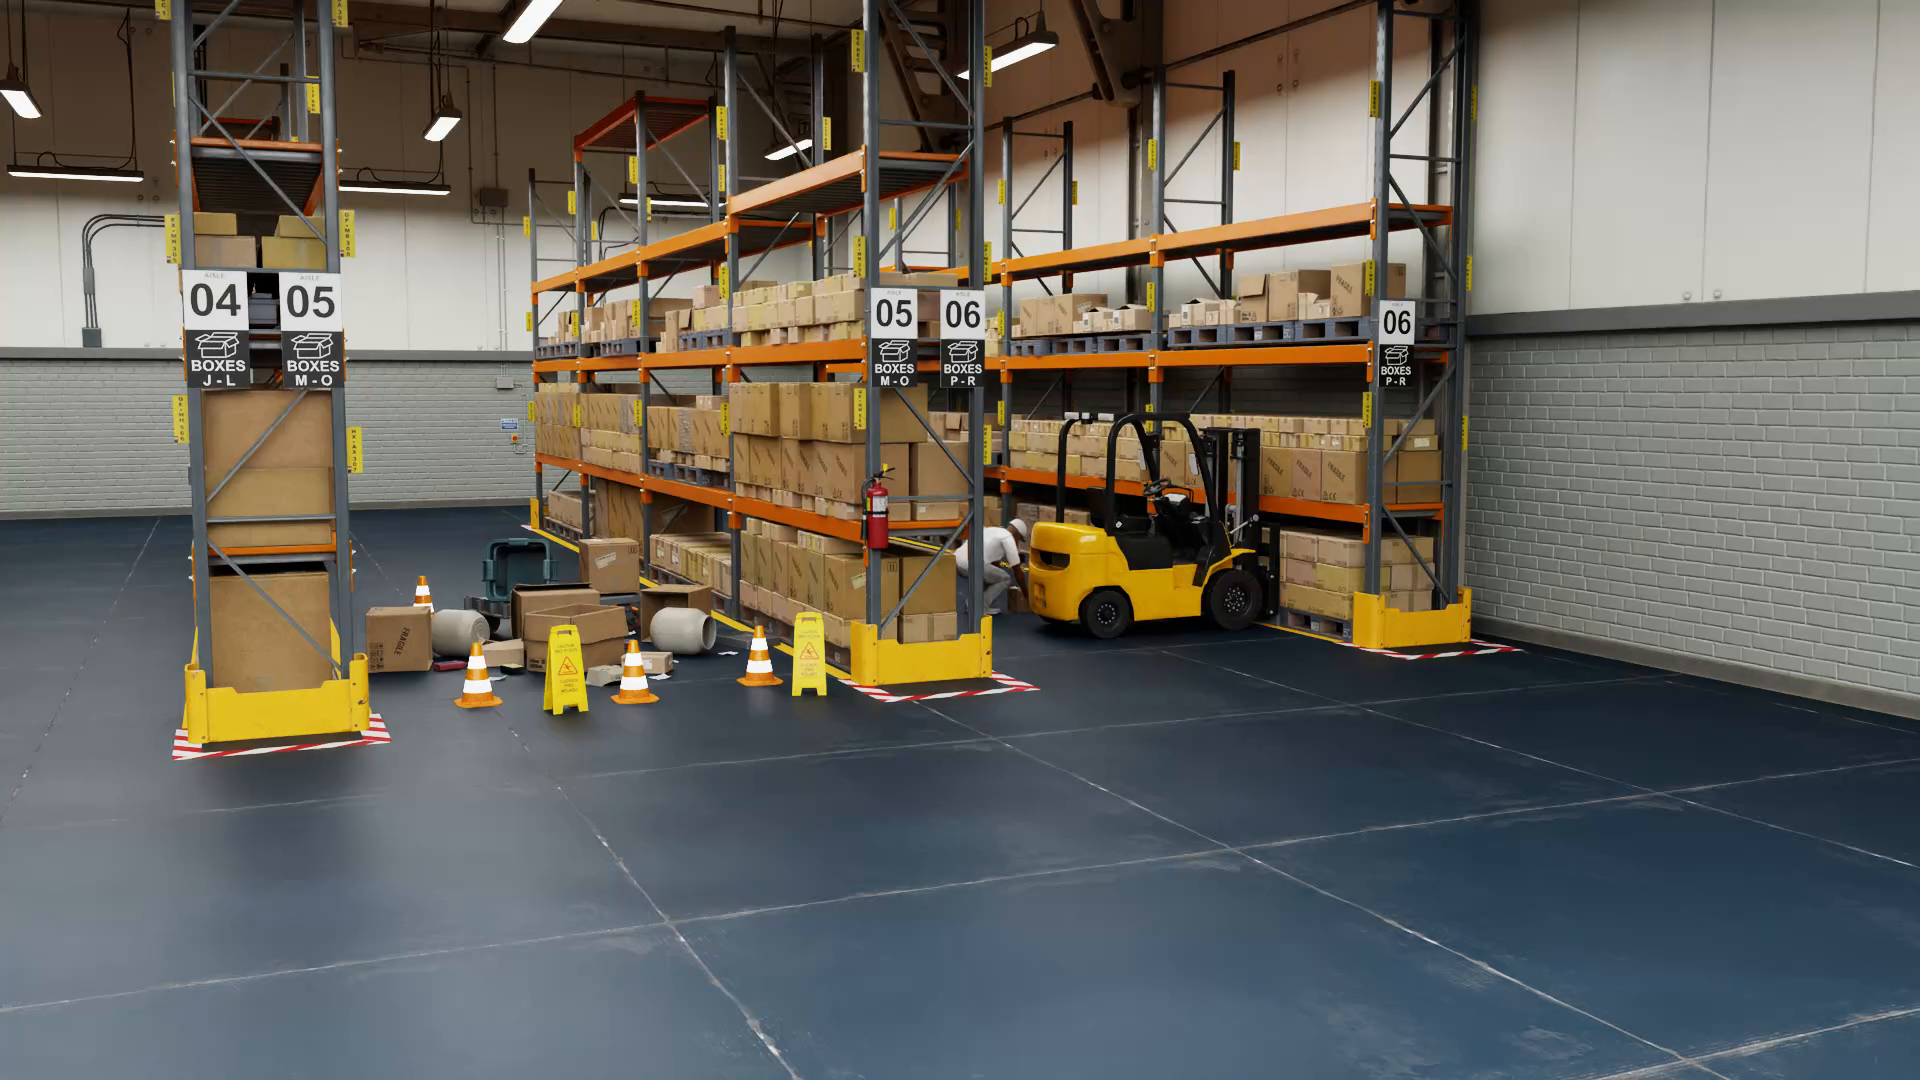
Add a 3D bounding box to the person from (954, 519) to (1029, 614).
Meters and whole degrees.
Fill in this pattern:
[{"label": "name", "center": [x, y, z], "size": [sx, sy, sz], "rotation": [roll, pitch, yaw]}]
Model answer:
[{"label": "person", "center": [0.325, 0.282, 17.795], "size": [0.894, 0.994, 0.584], "rotation": [-2, 6, -24]}]
